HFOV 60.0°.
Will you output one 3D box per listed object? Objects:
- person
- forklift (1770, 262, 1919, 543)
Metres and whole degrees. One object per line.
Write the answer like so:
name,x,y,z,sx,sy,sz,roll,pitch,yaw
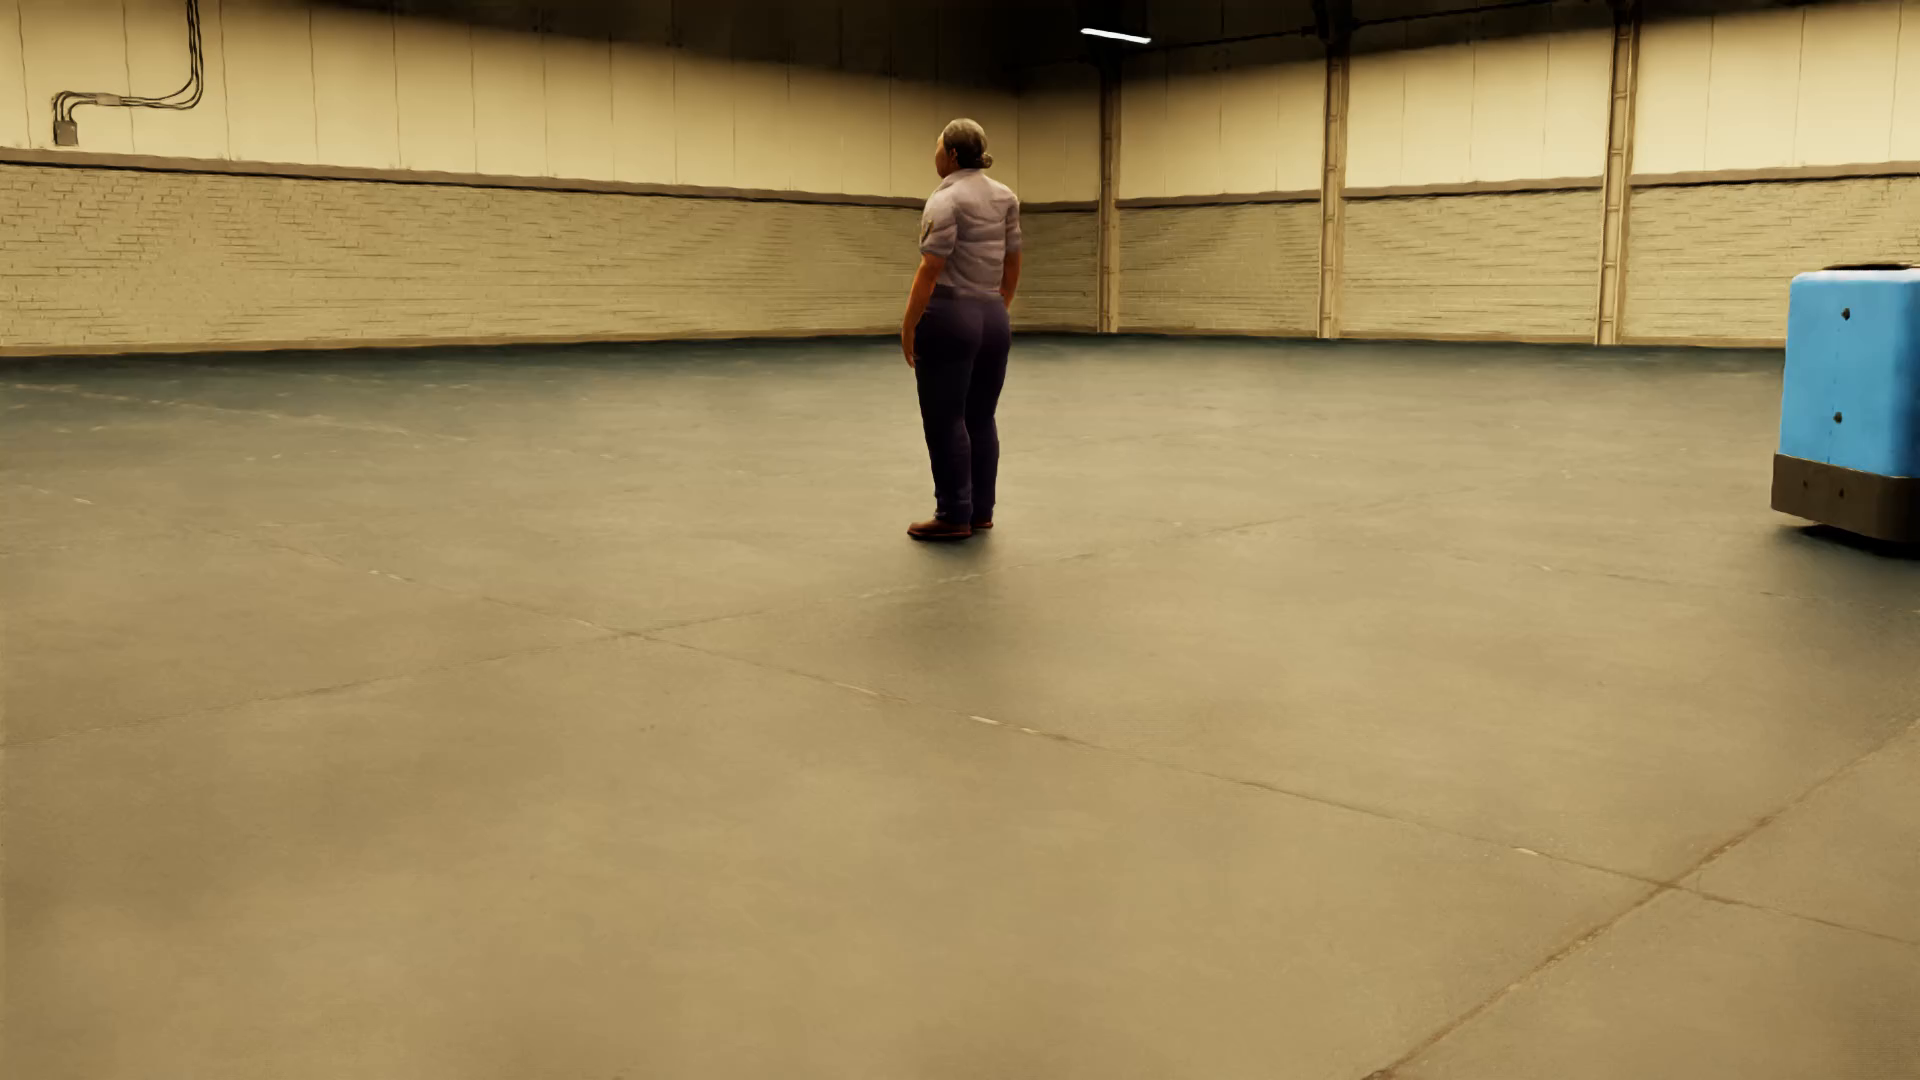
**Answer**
person,-0.049,-0.834,6.671,0.502,1.650,0.599,8,12,43
forklift,4.974,-1.441,6.442,3.031,2.935,1.130,0,9,1
